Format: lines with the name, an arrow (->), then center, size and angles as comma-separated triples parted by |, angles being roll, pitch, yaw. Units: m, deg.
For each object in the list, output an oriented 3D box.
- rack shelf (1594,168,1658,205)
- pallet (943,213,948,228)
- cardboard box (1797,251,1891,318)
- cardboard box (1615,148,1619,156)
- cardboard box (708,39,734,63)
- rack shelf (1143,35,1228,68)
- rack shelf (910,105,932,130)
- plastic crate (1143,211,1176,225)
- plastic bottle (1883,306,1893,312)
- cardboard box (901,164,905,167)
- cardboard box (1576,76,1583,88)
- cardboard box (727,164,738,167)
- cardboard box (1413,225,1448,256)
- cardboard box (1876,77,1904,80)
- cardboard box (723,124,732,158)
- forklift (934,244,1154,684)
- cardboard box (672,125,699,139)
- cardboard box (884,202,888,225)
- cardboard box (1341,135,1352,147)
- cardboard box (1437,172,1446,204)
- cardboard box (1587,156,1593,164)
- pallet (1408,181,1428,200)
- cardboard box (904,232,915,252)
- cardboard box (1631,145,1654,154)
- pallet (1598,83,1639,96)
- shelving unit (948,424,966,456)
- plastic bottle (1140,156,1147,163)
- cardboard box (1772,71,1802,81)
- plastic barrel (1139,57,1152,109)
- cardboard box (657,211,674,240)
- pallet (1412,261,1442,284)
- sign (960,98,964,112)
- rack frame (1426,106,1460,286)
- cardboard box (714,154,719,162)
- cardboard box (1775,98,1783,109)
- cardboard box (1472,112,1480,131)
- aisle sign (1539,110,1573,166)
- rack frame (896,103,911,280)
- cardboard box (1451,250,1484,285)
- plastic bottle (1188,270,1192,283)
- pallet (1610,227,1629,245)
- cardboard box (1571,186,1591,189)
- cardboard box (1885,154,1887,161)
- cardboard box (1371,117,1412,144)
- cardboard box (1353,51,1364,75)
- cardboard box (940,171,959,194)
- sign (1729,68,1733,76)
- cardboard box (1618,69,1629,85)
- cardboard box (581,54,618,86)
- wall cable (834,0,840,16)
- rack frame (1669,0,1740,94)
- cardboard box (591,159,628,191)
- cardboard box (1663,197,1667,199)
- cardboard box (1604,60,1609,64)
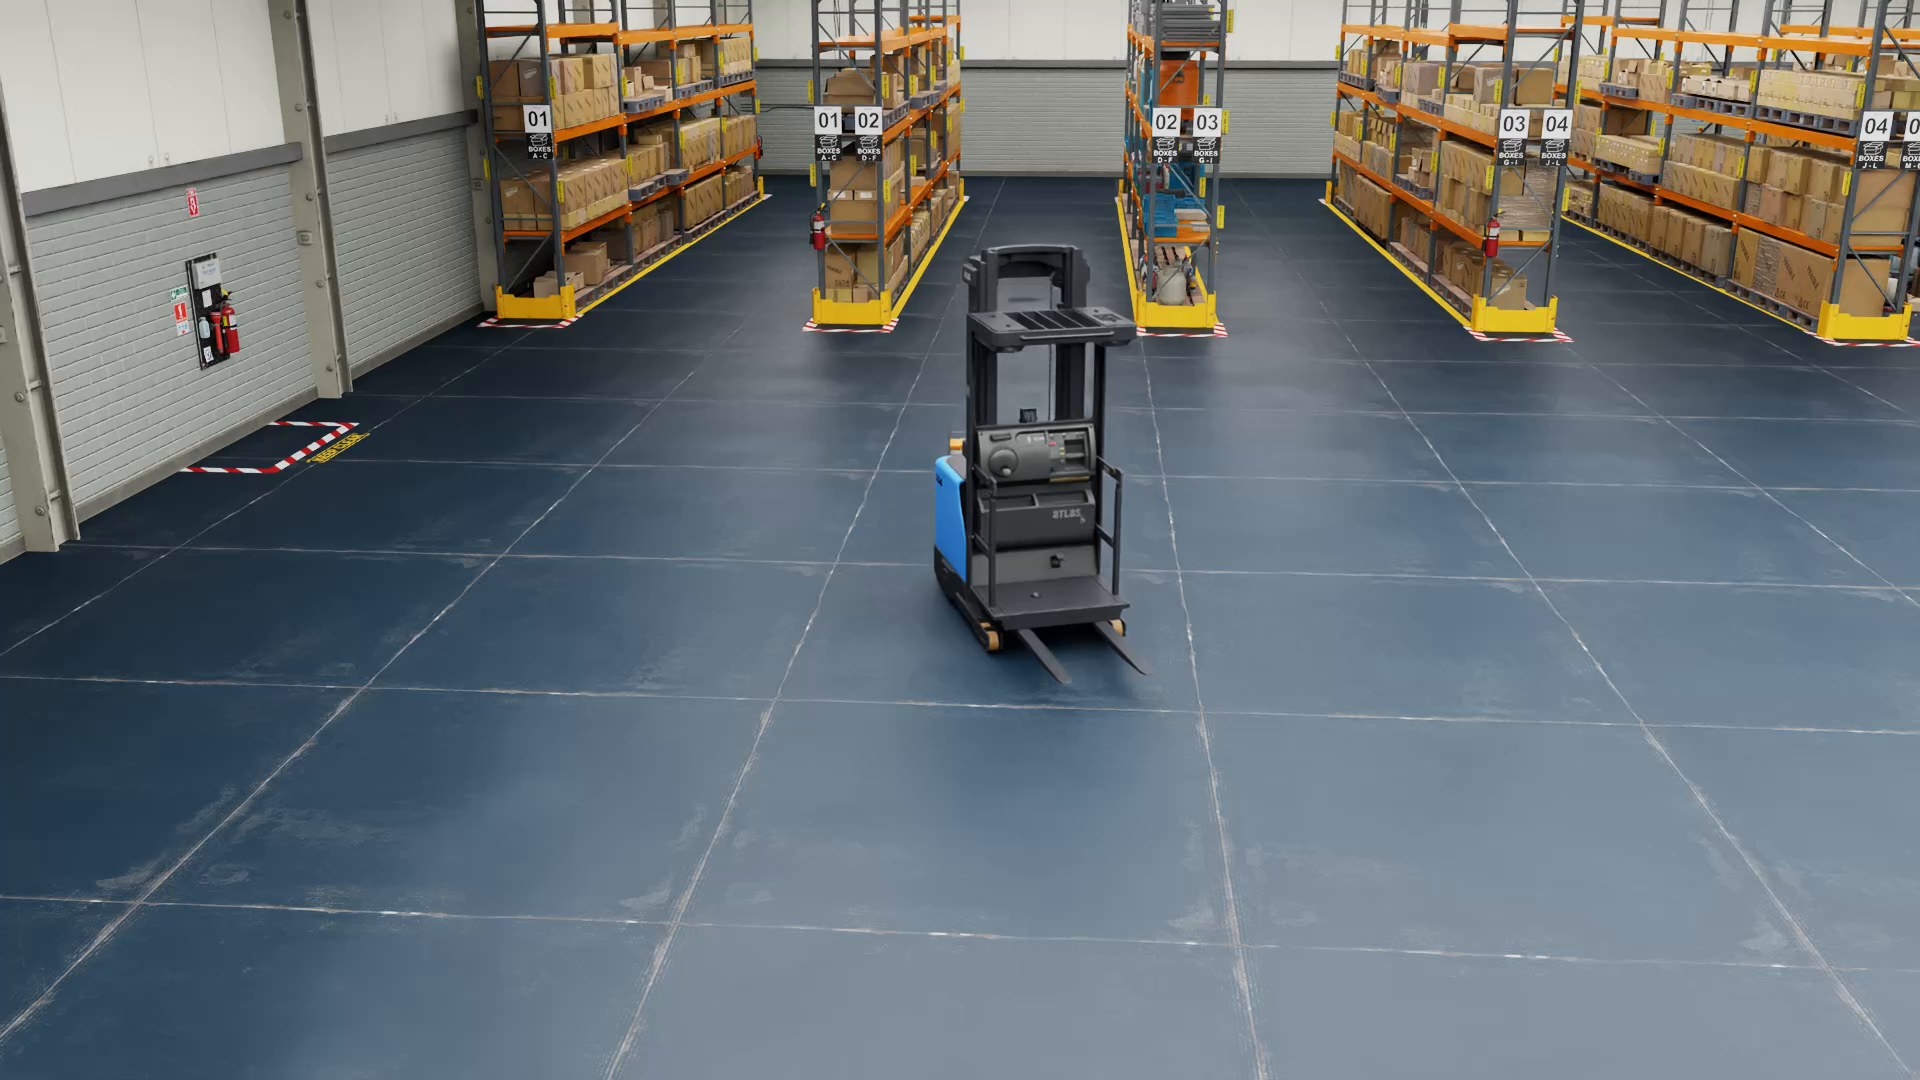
rack shelf -> 13.893, -7.165, 33.455 | 1.077, 0.370, 4.000 | 1, 18, 4
pallet -> -0.805, -6.914, 36.012 | 1.003, 0.211, 1.213 | 1, 18, 4
cardboard box -> 13.159, -3.803, 24.778 | 0.875, 0.875, 0.875 | 1, 18, 4
cardboard box -> 13.461, -7.830, 33.580 | 0.380, 0.149, 0.250 | 1, 18, 3
cardboard box -> -5.364, -10.935, 37.188 | 0.500, 0.500, 0.500 | 1, 18, 3
rack shelf -> 3.440, -7.594, 25.772 | 1.077, 0.370, 4.000 | 1, 18, 4
rack shelf -> -1.214, -7.713, 30.309 | 1.077, 0.370, 4.000 | 1, 18, 4
plastic crate -> 3.086, -4.947, 25.769 | 0.499, 0.251, 0.408 | 1, 18, 4
plastic bottle -> 14.754, -3.656, 26.310 | 0.283, 0.061, 0.133 | -5, 19, -15
cardboard box -> -1.212, -6.613, 30.454 | 0.500, 0.500, 0.500 | 1, 18, 4
cardboard box -> 13.922, -10.107, 36.702 | 0.500, 0.250, 0.500 | 1, 18, 4
cardboard box -> -5.579, -8.988, 40.161 | 0.380, 0.149, 0.250 | 1, 18, 4
cardboard box -> 8.721, -5.492, 30.501 | 0.700, 0.500, 0.500 | 3, 18, 9
cardboard box -> 13.574, -6.666, 24.246 | 0.380, 0.149, 0.250 | 1, 18, 4
cardboard box -> -5.670, -8.913, 37.151 | 0.980, 0.700, 0.700 | 2, 18, 5
forklift -> 0.649, -0.672, 12.593 | 1.130, 2.935, 3.031 | -5, 19, -14
cardboard box -> -5.652, -8.372, 34.108 | 0.500, 0.250, 0.500 | 1, 18, 4
cardboard box -> -1.524, -5.275, 26.371 | 0.700, 0.500, 0.500 | 1, 18, 4
cardboard box -> 9.009, -9.122, 38.035 | 0.500, 0.250, 0.500 | 1, 18, 2
cardboard box -> 8.429, -5.836, 27.606 | 0.875, 0.500, 0.500 | 1, 18, 4
cardboard box -> 13.733, -8.185, 35.816 | 0.380, 0.149, 0.250 | 1, 18, 2
pallet -> 8.709, -6.321, 30.032 | 1.003, 0.211, 1.213 | 1, 18, 4
cardboard box -> -1.079, -5.290, 29.419 | 0.500, 0.311, 0.500 | 1, 18, 4
cardboard box -> 13.382, -7.654, 32.564 | 0.380, 0.149, 0.250 | 2, 18, 6
pallet -> 13.886, -9.275, 34.223 | 1.213, 0.211, 1.003 | 1, 18, 4
shelving unit -> 0.004, -0.516, 15.137 | 0.215, 1.050, 0.252 | 1, 18, 4
plastic bottle -> 3.829, -7.896, 34.729 | 0.152, 0.276, 0.135 | 1, 18, 4
cardboard box -> 13.063, -7.312, 26.219 | 0.380, 0.149, 0.250 | 1, 18, 3
plastic barrel -> 3.497, -8.129, 29.619 | 0.600, 0.901, 0.708 | 1, 18, 4
cardboard box -> -6.011, -6.156, 32.528 | 0.700, 0.500, 0.500 | 2, 18, 5
pallet -> 8.577, -4.702, 29.262 | 1.003, 0.211, 1.213 | 1, 18, 4
sign -> 0.055, -10.417, 39.856 | 0.100, 0.325, 0.005 | 1, 18, 4
rack frame -> 8.523, -5.786, 28.090 | 1.000, 3.000, 0.127 | 1, 18, 4
cardboard box -> -5.461, -8.302, 36.140 | 0.380, 0.149, 0.250 | 2, 18, 5
cardboard box -> 13.044, -6.856, 26.106 | 0.380, 0.149, 0.250 | 1, 18, 3
cardboard box -> 8.096, -6.367, 25.288 | 0.500, 0.250, 0.500 | 2, 18, 5
aisle sign -> 8.531, -5.753, 23.815 | 0.394, 0.787, 0.004 | 1, 18, 4
rack frame -> -1.357, -6.008, 28.768 | 1.000, 3.000, 0.127 | 1, 18, 4
cardboard box -> 8.421, -4.496, 27.494 | 0.500, 0.500, 0.500 | 7, 20, 21
plastic bottle -> 3.769, -4.260, 27.109 | 0.097, 0.271, 0.097 | 0, 18, 0
pallet -> 13.897, -6.181, 33.776 | 1.003, 0.211, 1.213 | 1, 18, 4
cardboard box -> 13.950, -7.854, 37.349 | 0.380, 0.149, 0.250 | 1, 18, 4
cardboard box -> 18.562, -7.609, 33.093 | 0.500, 0.250, 0.500 | 1, 18, 2
cardboard box -> 9.059, -8.596, 34.895 | 0.797, 0.503, 0.637 | 1, 18, 2
cardboard box -> 9.250, -10.736, 37.385 | 0.700, 0.500, 0.500 | 0, 18, 0
cardboard box -> -0.290, -8.582, 39.931 | 0.500, 0.500, 0.500 | 1, 18, 4
sign -> 14.303, -8.580, 30.842 | 0.100, 0.325, 0.005 | 1, 18, 4
cardboard box -> 13.764, -9.442, 33.901 | 0.500, 0.311, 0.500 | 1, 18, 3
cardboard box -> -6.064, -7.913, 27.967 | 0.500, 0.500, 0.500 | 0, 18, -1
wall cable -> -1.978, -15.308, 44.392 | 3.097, 2.526, 0.112 | 1, 18, 4
rack frame -> 13.750, -9.737, 30.513 | 1.000, 3.000, 0.127 | 1, 18, 4
cardboard box -> -6.024, -6.258, 28.537 | 0.500, 0.500, 0.500 | 1, 18, 4
cardboard box -> 14.077, -6.620, 32.772 | 0.500, 0.250, 0.500 | 1, 18, 3
cardboard box -> 13.786, -10.013, 34.970 | 0.380, 0.149, 0.250 | 0, 18, 1
